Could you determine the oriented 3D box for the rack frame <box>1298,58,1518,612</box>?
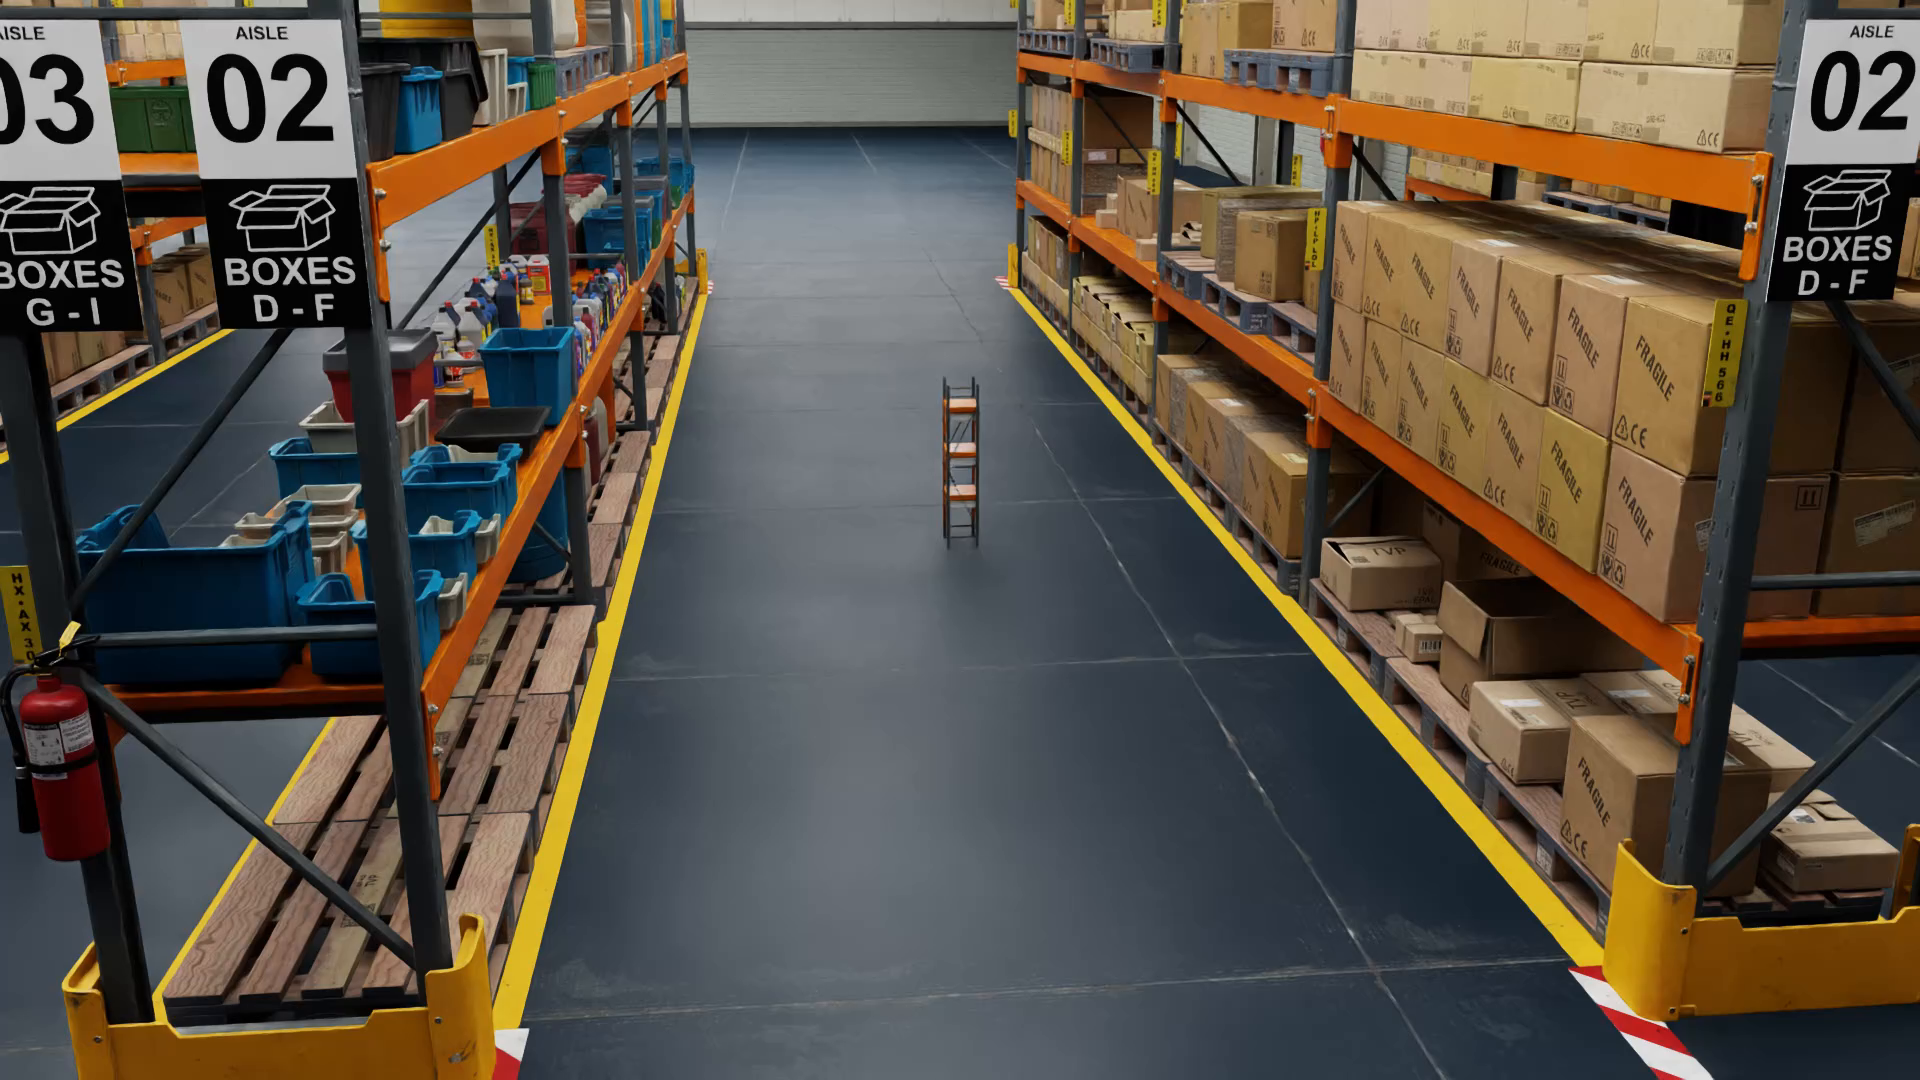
[{"bbox_3d":[2.437,-1.059,9.043,1.000,3.000,0.127,-2,18,-6],"label":"rack frame"}]

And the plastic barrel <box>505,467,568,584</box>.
[{"bbox_3d":[-2.530,-0.269,9.329,0.600,0.901,0.708,-2,18,-6],"label":"plastic barrel"}]

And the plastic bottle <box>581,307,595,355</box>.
[{"bbox_3d":[-2.195,-1.239,9.810,0.061,0.283,0.133,-2,18,-6],"label":"plastic bottle"}]

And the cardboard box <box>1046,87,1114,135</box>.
[{"bbox_3d":[1.353,-4.839,18.751,0.700,0.500,0.500,-2,18,-5],"label":"cardboard box"}]

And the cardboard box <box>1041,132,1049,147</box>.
[{"bbox_3d":[1.134,-4.561,18.946,0.380,0.149,0.250,-2,18,-7],"label":"cardboard box"}]

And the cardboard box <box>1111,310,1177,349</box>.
[{"bbox_3d":[1.616,-1.861,14.549,0.500,0.311,0.500,-2,18,-6],"label":"cardboard box"}]

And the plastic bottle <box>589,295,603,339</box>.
[{"bbox_3d":[-2.263,-1.376,10.267,0.097,0.271,0.097,0,17,0],"label":"plastic bottle"}]

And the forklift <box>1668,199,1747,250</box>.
[{"bbox_3d":[5.234,-1.442,10.378,3.031,2.935,1.130,0,17,-2],"label":"forklift"}]

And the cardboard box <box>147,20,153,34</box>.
[{"bbox_3d":[-8.139,-5.025,16.251,0.380,0.149,0.250,-1,17,-4],"label":"cardboard box"}]

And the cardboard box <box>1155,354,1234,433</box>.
[{"bbox_3d":[1.787,-1.124,12.688,0.500,0.500,0.500,-1,17,-3],"label":"cardboard box"}]

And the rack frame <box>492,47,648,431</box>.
[{"bbox_3d":[-2.903,-2.099,12.355,1.000,3.000,0.127,-2,18,-6],"label":"rack frame"}]

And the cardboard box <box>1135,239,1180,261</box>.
[{"bbox_3d":[1.657,-2.391,13.703,0.380,0.149,0.250,-2,18,-6],"label":"cardboard box"}]

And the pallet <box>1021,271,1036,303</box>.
[{"bbox_3d":[1.320,-3.078,20.127,1.003,0.211,1.213,-2,18,-6],"label":"pallet"}]

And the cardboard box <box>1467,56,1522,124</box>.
[{"bbox_3d":[2.394,-1.819,6.707,0.500,0.250,0.500,-2,18,-6],"label":"cardboard box"}]

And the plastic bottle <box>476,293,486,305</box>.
[{"bbox_3d":[-2.972,-1.397,10.334,0.097,0.271,0.097,0,17,0],"label":"plastic bottle"}]

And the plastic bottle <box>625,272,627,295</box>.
[{"bbox_3d":[-2.443,-1.862,11.932,0.097,0.201,0.097,0,17,0],"label":"plastic bottle"}]

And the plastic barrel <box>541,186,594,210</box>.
[{"bbox_3d":[-3.315,-2.716,14.095,0.433,0.535,0.433,0,17,0],"label":"plastic barrel"}]

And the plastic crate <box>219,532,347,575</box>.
[{"bbox_3d":[-2.358,0.057,5.827,0.396,0.136,0.243,-2,18,-6],"label":"plastic crate"}]

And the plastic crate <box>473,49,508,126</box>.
[{"bbox_3d":[-12.585,-2.275,9.775,20.812,1.282,9.301,-2,18,-6],"label":"plastic crate"}]

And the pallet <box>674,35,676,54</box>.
[{"bbox_3d":[-3.740,-5.574,18.732,1.003,0.211,1.213,-2,18,-6],"label":"pallet"}]

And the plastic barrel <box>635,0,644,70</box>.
[{"bbox_3d":[-2.839,-4.181,13.263,0.600,0.830,0.708,-2,18,-6],"label":"plastic barrel"}]

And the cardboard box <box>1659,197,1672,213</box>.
[{"bbox_3d":[6.742,-3.173,14.875,0.700,0.500,0.500,-2,18,-6],"label":"cardboard box"}]

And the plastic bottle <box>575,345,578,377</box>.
[{"bbox_3d":[-2.104,-0.974,8.967,0.061,0.283,0.133,-2,18,-6],"label":"plastic bottle"}]

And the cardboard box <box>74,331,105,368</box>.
[{"bbox_3d":[-8.170,-1.829,14.933,0.700,0.500,0.500,-2,18,-6],"label":"cardboard box"}]

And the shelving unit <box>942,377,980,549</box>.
[{"bbox_3d":[0.006,-0.485,10.469,0.215,1.050,0.252,-2,18,-6],"label":"shelving unit"}]

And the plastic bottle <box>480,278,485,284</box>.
[{"bbox_3d":[-3.106,-1.559,10.829,0.061,0.283,0.133,-2,18,-6],"label":"plastic bottle"}]

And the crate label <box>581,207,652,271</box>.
[{"bbox_3d":[-2.736,-2.420,13.320,0.502,0.435,0.616,-2,18,-6],"label":"crate label"}]

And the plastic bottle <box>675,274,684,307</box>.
[{"bbox_3d":[-3.049,-2.673,17.872,0.144,0.351,0.185,-2,18,-6],"label":"plastic bottle"}]

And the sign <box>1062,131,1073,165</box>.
[{"bbox_3d":[1.060,-3.876,16.438,0.100,0.325,0.005,-2,18,-6],"label":"sign"}]

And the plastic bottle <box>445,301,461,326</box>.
[{"bbox_3d":[-2.930,-1.203,9.582,0.144,0.351,0.185,-2,18,-6],"label":"plastic bottle"}]

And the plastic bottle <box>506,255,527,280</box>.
[{"bbox_3d":[-3.180,-1.901,11.932,0.152,0.276,0.135,-2,18,-6],"label":"plastic bottle"}]

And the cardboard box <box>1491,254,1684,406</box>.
[{"bbox_3d":[2.419,-0.821,6.449,0.500,0.500,0.500,-1,17,-4],"label":"cardboard box"}]

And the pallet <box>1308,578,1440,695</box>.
[{"bbox_3d":[2.507,0.476,8.809,1.003,0.211,1.213,-2,18,-6],"label":"pallet"}]

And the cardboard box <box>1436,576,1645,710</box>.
[{"bbox_3d":[2.636,0.481,7.569,0.797,0.503,0.637,-2,18,-6],"label":"cardboard box"}]

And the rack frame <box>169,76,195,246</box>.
[{"bbox_3d":[-8.655,-4.330,19.460,1.000,3.000,0.127,-2,18,-6],"label":"rack frame"}]

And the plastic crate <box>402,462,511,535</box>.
[{"bbox_3d":[-1.912,-0.140,6.296,0.416,0.233,0.300,-2,18,-6],"label":"plastic crate"}]

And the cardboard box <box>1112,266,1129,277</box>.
[{"bbox_3d":[1.875,-2.837,17.343,0.500,0.500,0.500,-2,18,-6],"label":"cardboard box"}]

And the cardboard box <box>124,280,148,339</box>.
[{"bbox_3d":[-8.244,-2.266,16.359,0.500,0.500,0.500,-2,18,-7],"label":"cardboard box"}]

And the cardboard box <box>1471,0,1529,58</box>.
[{"bbox_3d":[2.385,-2.058,6.631,0.500,0.250,0.500,-2,18,-6],"label":"cardboard box"}]

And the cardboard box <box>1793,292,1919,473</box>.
[{"bbox_3d":[3.066,-0.533,5.530,0.500,0.500,0.500,-1,17,-4],"label":"cardboard box"}]

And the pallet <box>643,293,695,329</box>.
[{"bbox_3d":[-3.472,-2.526,18.371,1.003,0.211,1.213,-2,18,-6],"label":"pallet"}]

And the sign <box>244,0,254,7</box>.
[{"bbox_3d":[-8.100,-6.194,18.914,0.100,0.325,0.005,-2,18,-6],"label":"sign"}]

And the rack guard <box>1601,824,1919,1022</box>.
[{"bbox_3d":[2.842,1.302,5.694,1.175,0.500,0.348,-2,18,-6],"label":"rack guard"}]

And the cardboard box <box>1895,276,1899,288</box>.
[{"bbox_3d":[6.899,-1.884,12.057,0.380,0.149,0.250,-1,17,-4],"label":"cardboard box"}]

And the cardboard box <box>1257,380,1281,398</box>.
[{"bbox_3d":[2.407,-0.843,11.792,0.500,0.500,0.500,-2,18,-8],"label":"cardboard box"}]

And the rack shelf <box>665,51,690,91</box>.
[{"bbox_3d":[-3.522,-4.975,17.708,1.077,0.370,4.000,-2,18,-6],"label":"rack shelf"}]

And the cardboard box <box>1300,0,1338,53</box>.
[{"bbox_3d":[2.367,-3.137,9.619,0.600,0.600,0.600,-2,18,-6],"label":"cardboard box"}]

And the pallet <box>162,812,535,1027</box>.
[{"bbox_3d":[-2.124,1.368,5.968,1.003,0.211,1.213,-2,18,-6],"label":"pallet"}]

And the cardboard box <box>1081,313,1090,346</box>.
[{"bbox_3d":[1.458,-2.051,16.092,0.500,0.250,0.500,-1,17,-4],"label":"cardboard box"}]

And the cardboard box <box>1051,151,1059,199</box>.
[{"bbox_3d":[1.397,-4.082,18.503,0.700,0.500,0.500,-1,17,-4],"label":"cardboard box"}]

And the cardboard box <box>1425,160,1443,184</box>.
[{"bbox_3d":[5.928,-4.417,19.956,0.500,0.250,0.500,-2,18,-7],"label":"cardboard box"}]

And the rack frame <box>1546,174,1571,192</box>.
[{"bbox_3d":[6.539,-3.597,17.126,1.000,3.000,0.127,-2,18,-6],"label":"rack frame"}]
